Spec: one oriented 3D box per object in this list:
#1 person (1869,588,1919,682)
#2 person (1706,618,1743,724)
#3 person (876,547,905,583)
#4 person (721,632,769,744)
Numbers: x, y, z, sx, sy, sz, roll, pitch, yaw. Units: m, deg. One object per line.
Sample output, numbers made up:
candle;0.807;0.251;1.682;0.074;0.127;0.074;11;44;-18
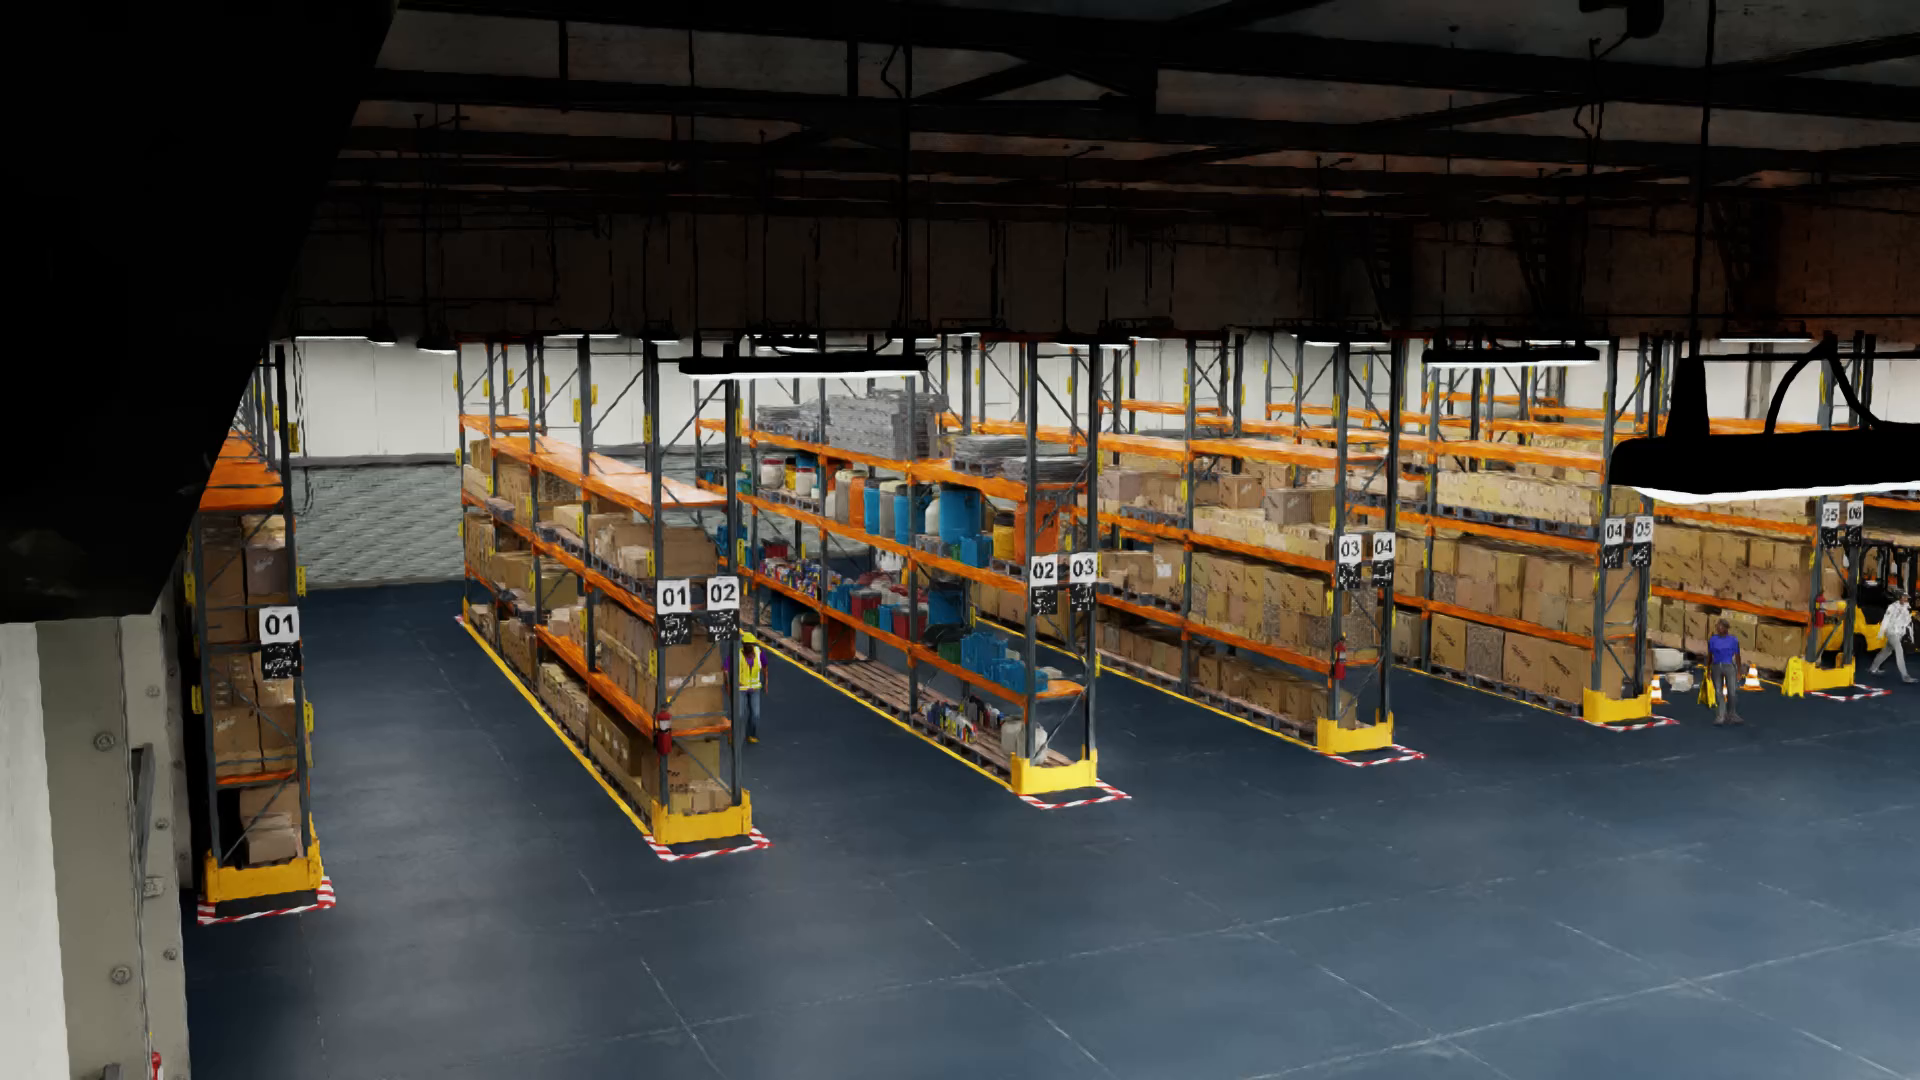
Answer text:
person;16.357;1.616;29.005;0.502;1.625;0.997;-4;9;-25
person;11.899;2.032;25.828;0.574;1.652;0.380;5;9;31
person;-1.505;0.630;36.043;0.677;1.726;0.574;-4;9;-26
person;-3.159;2.187;24.577;0.719;1.714;0.575;-4;9;-26
